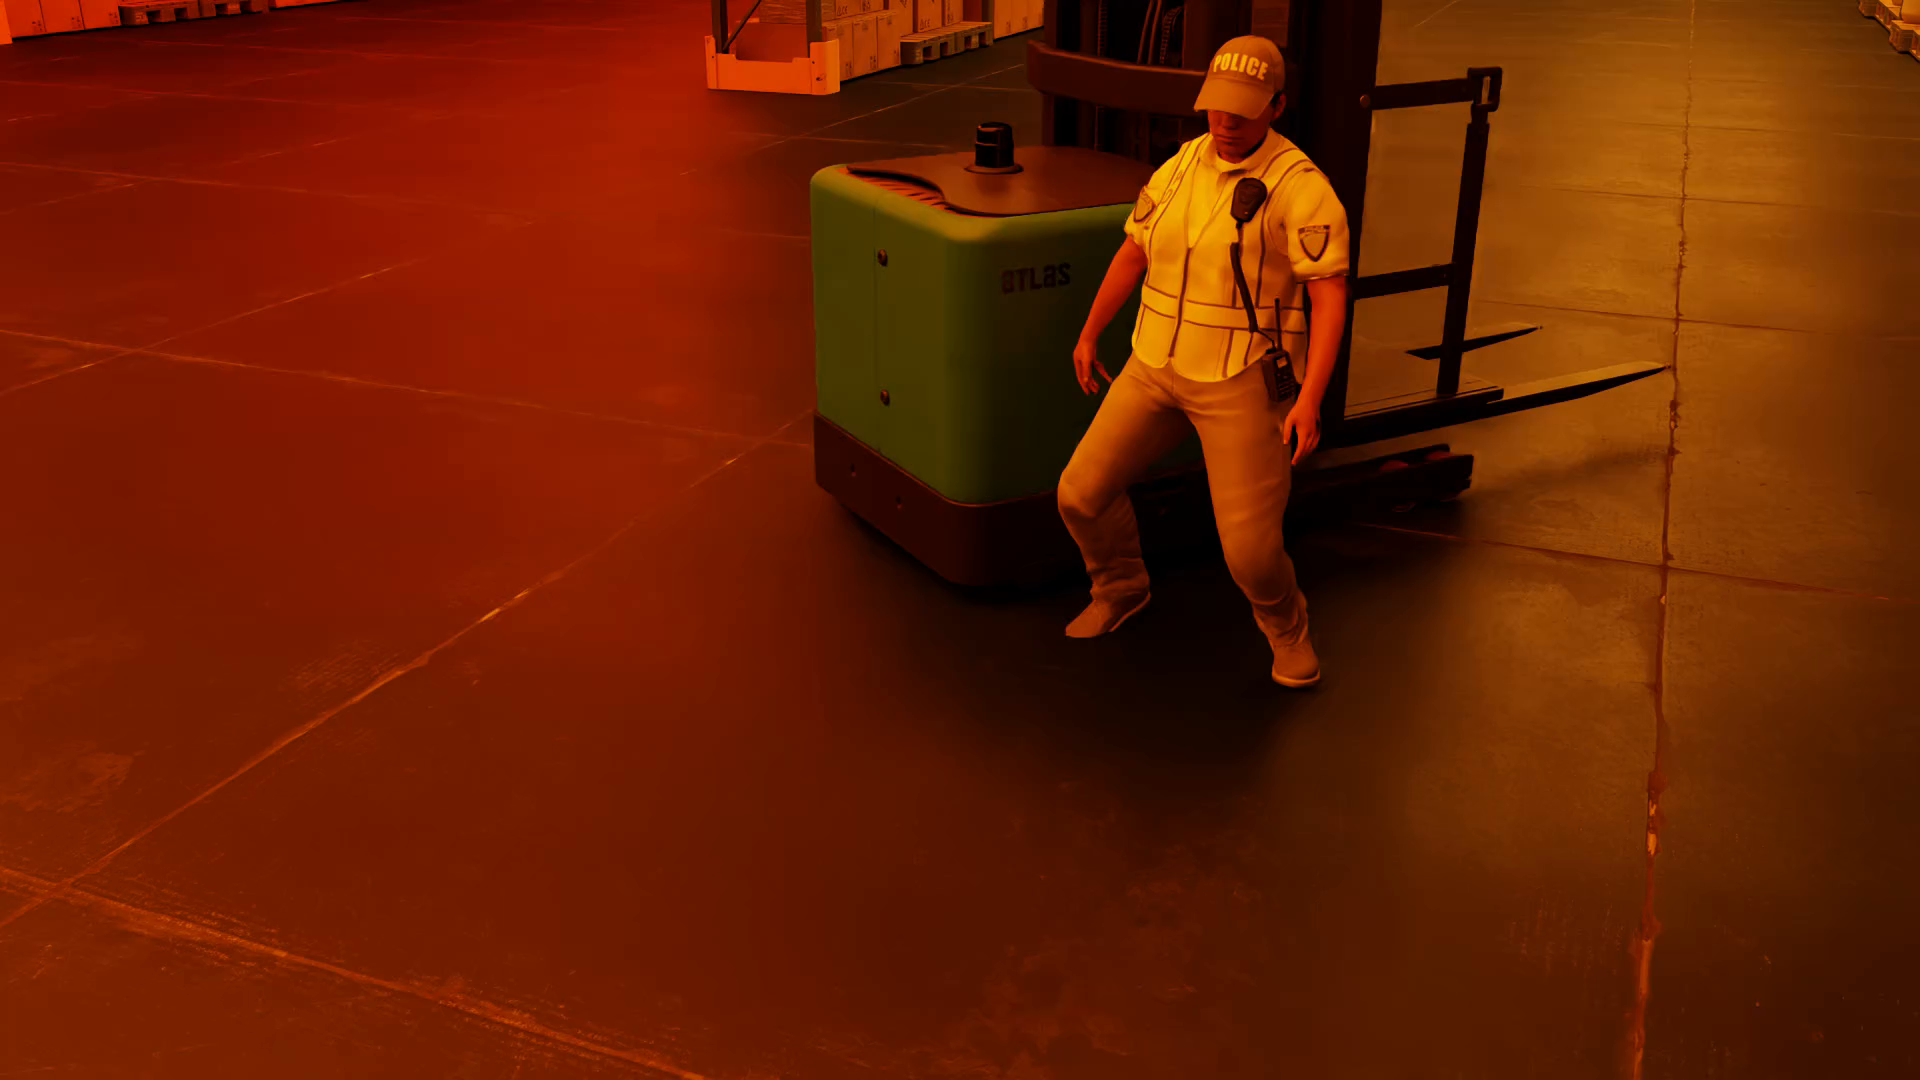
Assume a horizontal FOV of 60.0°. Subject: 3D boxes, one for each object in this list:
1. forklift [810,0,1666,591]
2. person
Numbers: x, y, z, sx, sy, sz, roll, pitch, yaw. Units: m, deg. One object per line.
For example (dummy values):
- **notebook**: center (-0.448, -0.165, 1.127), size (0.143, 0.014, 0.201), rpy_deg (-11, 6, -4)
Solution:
- **forklift**: center (1.073, -1.603, 5.128), size (3.031, 2.935, 1.130), rpy_deg (-12, 26, -27)
- **person**: center (0.607, -0.404, 4.081), size (0.486, 1.614, 0.783), rpy_deg (-20, 30, -40)
